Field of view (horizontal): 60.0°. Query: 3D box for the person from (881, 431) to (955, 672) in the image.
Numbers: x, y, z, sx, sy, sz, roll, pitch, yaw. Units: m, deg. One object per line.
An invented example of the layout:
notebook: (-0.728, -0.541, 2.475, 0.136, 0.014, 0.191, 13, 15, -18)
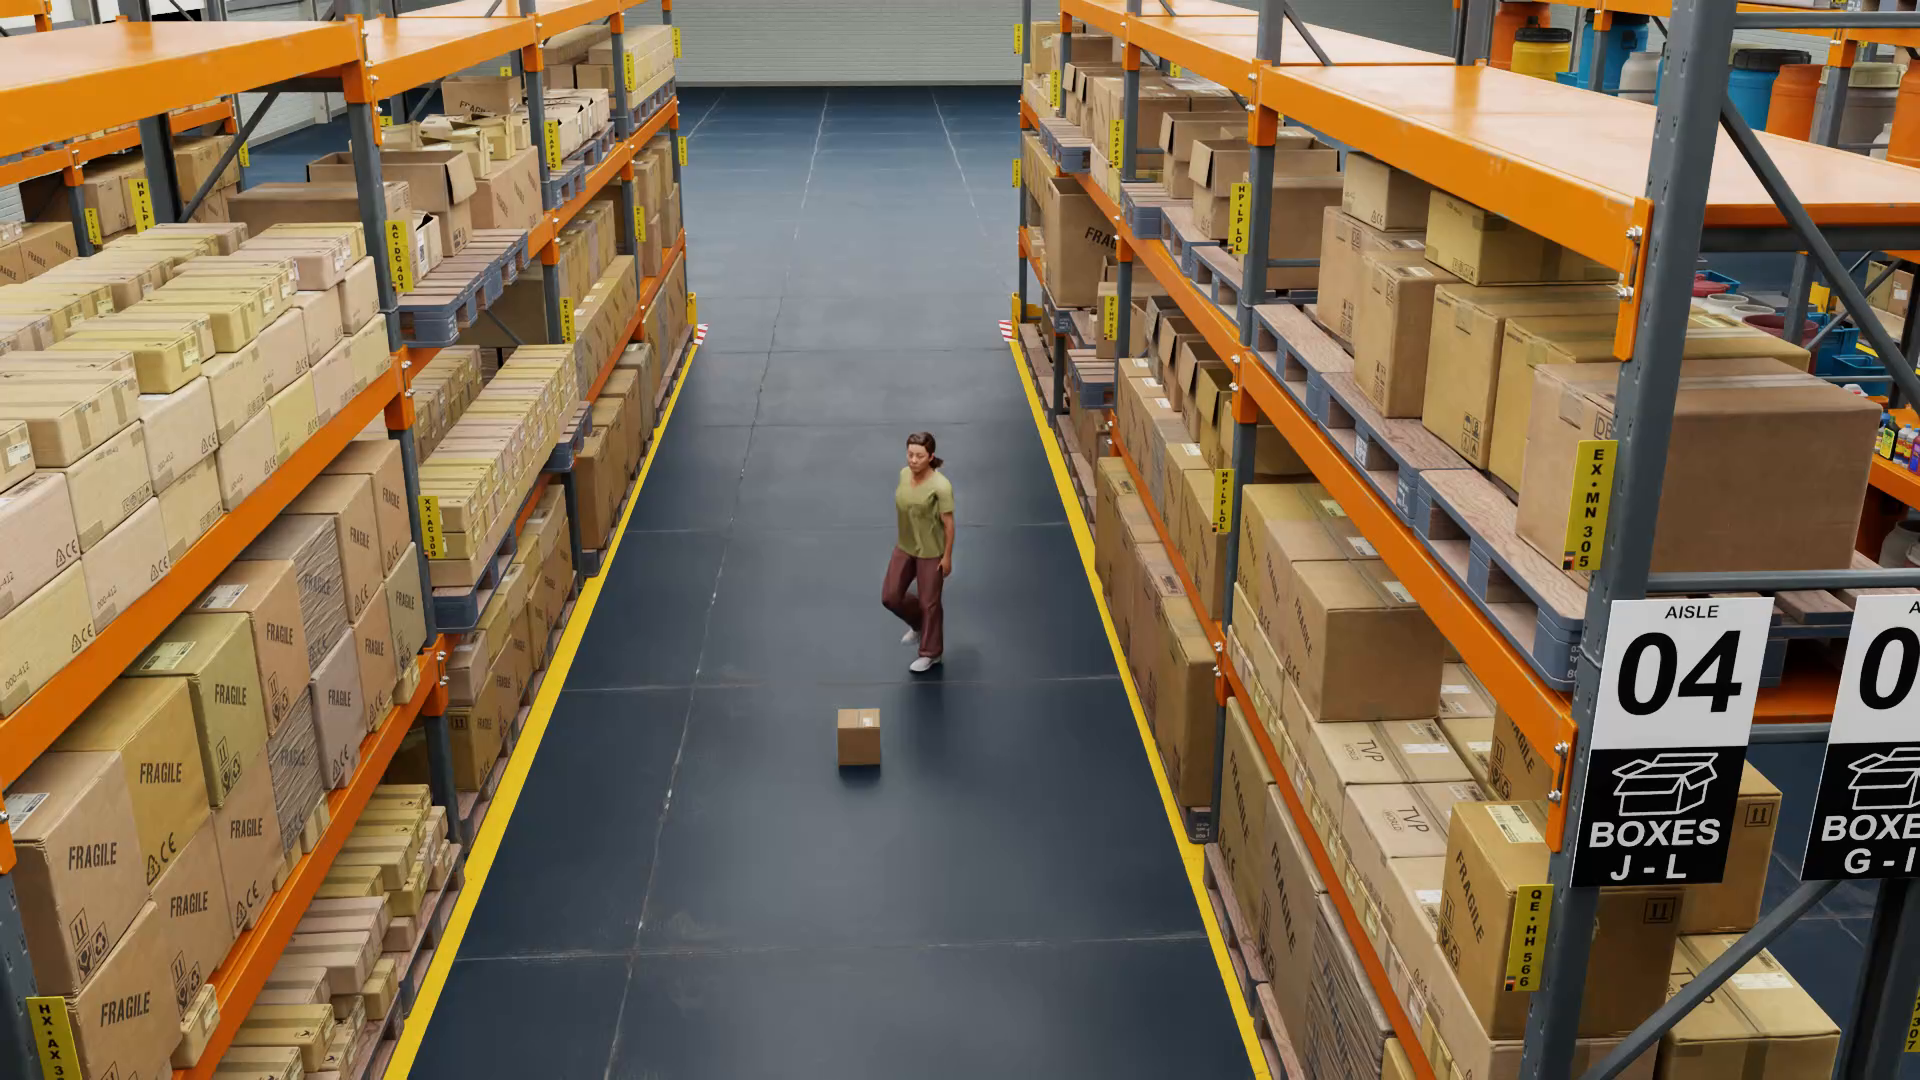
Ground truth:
person: (-0.224, 0.062, 10.880, 0.508, 1.663, 0.489, 15, 25, 34)
